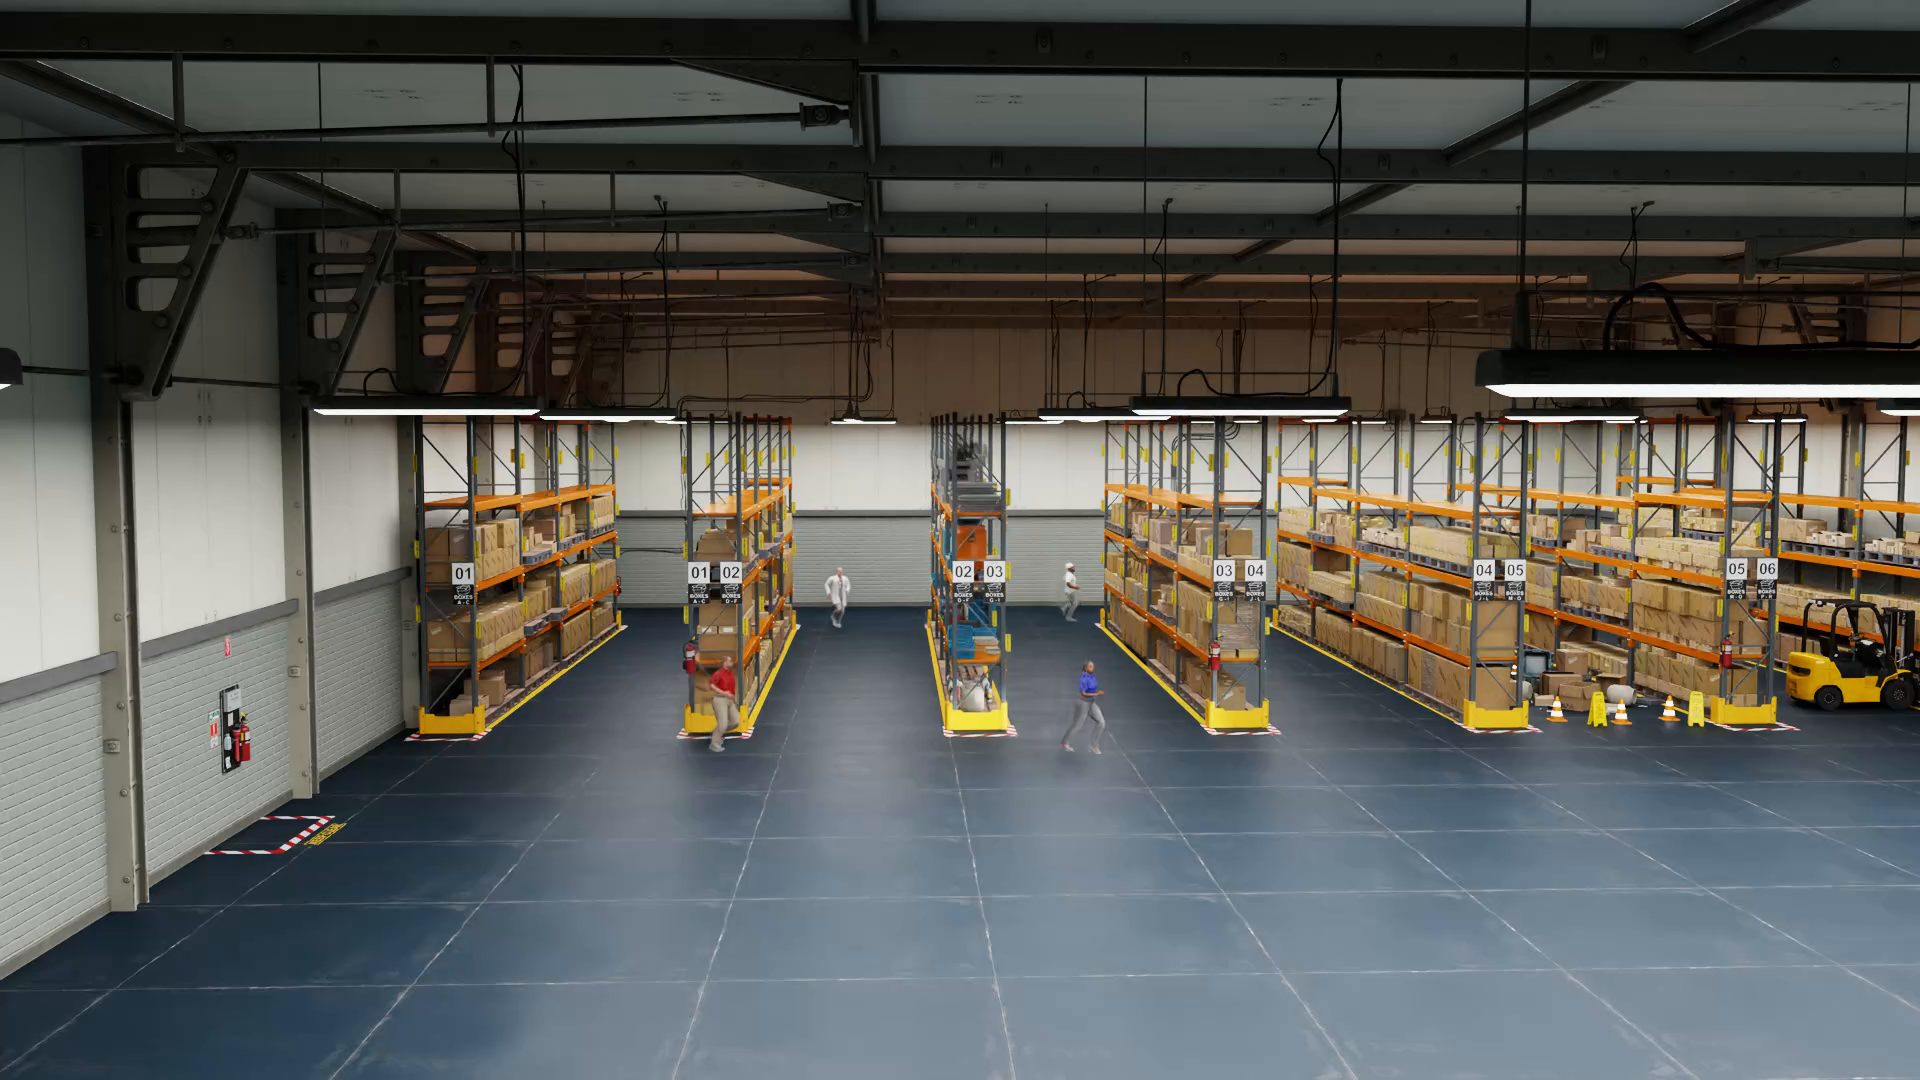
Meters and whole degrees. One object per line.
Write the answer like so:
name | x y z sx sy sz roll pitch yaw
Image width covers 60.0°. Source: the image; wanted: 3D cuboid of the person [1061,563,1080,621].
person | 3.245 1.531 49.001 0.557 1.721 0.760 0 4 2

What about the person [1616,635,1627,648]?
person | 17.203 1.979 43.054 0.565 1.624 0.548 -1 4 -8

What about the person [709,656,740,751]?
person | -4.163 2.889 29.581 0.581 1.649 0.671 2 4 30

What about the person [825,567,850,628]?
person | -3.426 1.642 47.149 0.692 1.733 0.751 -2 4 -26

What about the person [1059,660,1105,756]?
person | 2.191 2.928 29.025 0.880 1.693 0.586 3 5 34
